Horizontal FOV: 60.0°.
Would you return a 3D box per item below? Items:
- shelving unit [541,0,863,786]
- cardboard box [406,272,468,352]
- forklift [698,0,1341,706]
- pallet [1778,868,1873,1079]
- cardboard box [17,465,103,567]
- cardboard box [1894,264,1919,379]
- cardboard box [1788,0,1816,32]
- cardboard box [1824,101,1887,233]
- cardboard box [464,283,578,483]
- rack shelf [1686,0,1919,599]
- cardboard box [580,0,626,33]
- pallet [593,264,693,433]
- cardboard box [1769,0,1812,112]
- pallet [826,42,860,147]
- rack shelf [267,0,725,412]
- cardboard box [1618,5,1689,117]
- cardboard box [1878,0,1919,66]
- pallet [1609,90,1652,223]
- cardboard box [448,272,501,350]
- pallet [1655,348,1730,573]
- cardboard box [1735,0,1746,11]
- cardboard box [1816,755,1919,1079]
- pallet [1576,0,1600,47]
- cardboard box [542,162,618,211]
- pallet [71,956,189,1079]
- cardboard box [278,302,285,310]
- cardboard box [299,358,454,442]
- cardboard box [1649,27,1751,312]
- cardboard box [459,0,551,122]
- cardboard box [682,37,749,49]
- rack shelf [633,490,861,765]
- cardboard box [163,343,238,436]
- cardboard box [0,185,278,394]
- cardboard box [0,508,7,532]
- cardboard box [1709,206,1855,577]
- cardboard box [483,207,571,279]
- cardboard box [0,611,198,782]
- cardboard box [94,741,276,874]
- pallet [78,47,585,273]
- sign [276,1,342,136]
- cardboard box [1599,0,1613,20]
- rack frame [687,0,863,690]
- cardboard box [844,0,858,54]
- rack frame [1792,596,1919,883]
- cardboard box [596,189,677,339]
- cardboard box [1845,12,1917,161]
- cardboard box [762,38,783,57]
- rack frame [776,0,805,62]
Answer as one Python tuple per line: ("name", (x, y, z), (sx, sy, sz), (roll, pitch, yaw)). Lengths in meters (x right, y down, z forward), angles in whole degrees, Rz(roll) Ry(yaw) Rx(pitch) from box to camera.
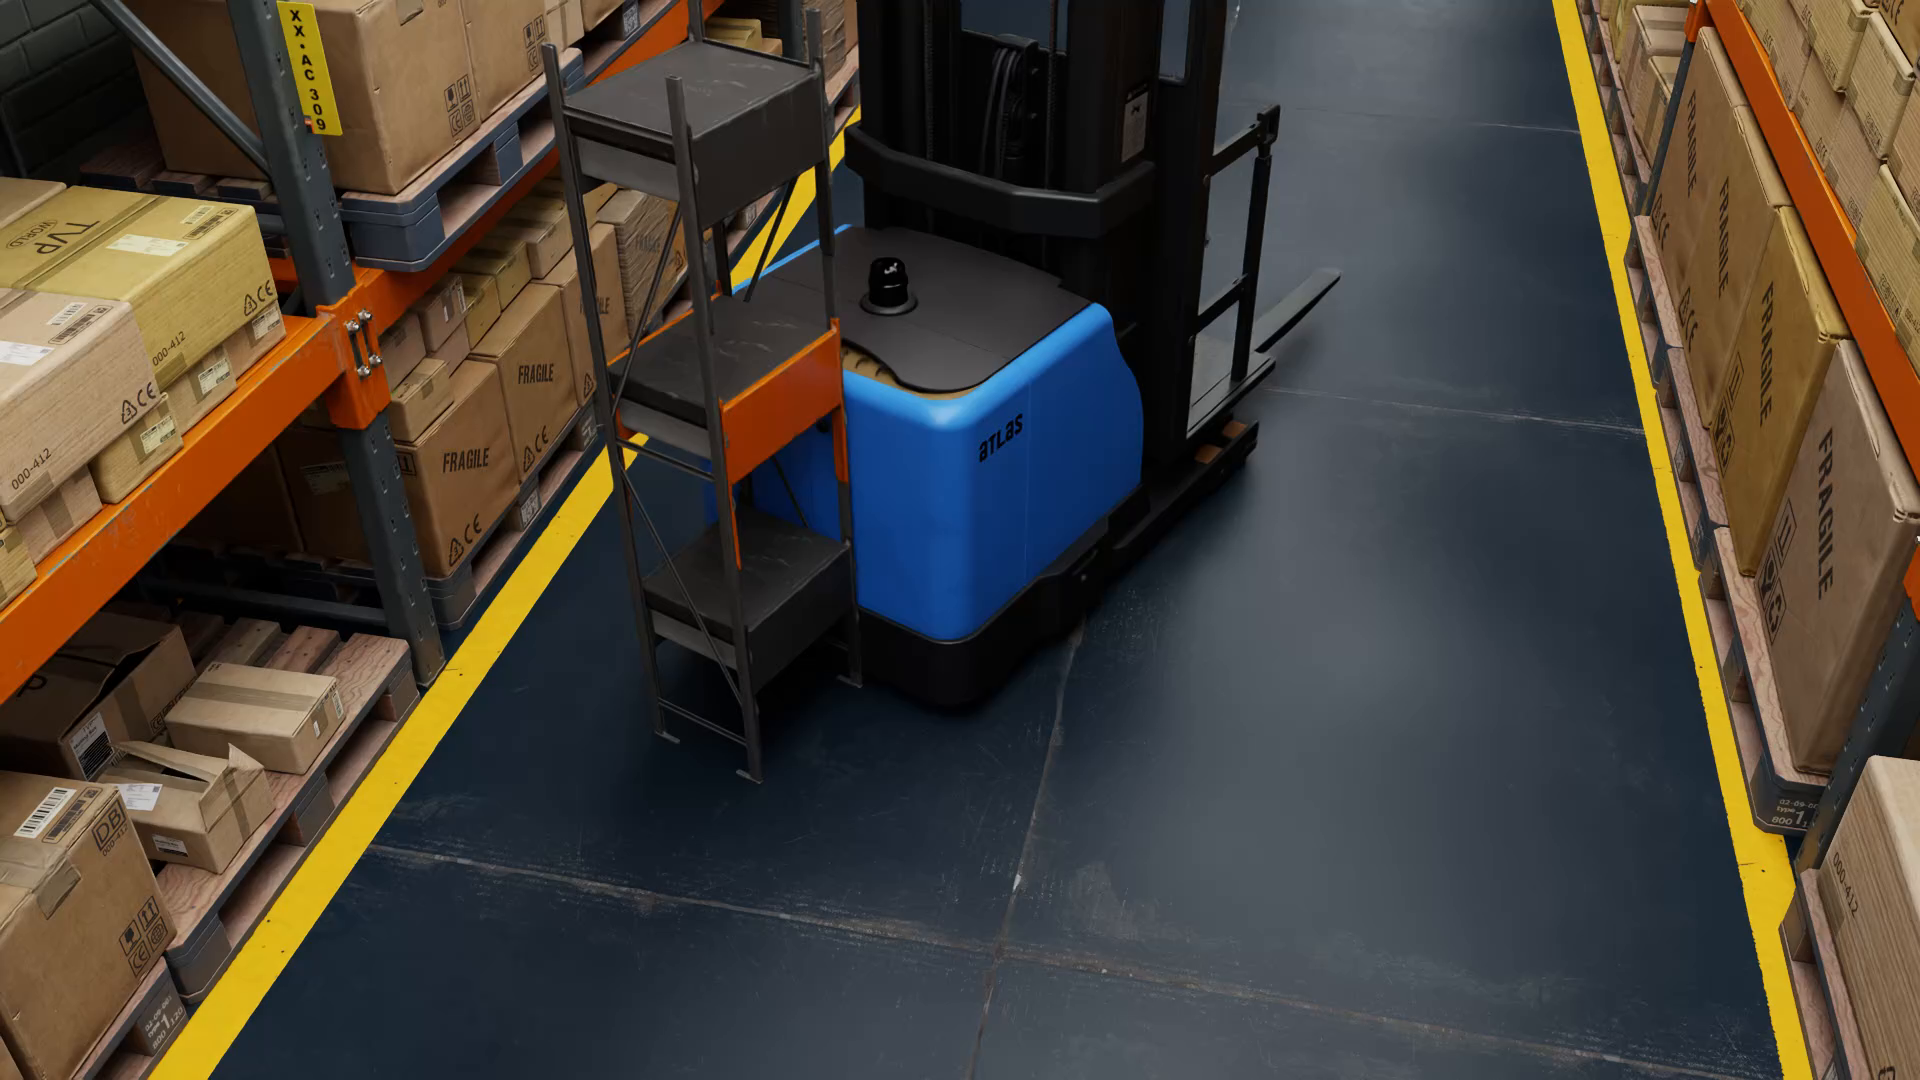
("shelving unit", (-0.615, -0.324, 4.399), (0.431, 2.100, 0.503), (21, 42, 26))
("cardboard box", (-1.764, -0.720, 5.154), (0.380, 0.149, 0.250), (6, 36, 8))
("forklift", (0.439, -1.513, 5.340), (1.130, 2.935, 3.031), (23, 42, 28))
("pallet", (2.502, 1.323, 3.744), (1.003, 0.211, 1.213), (7, 37, 10))
("cardboard box", (-2.079, -0.085, 3.525), (0.380, 0.149, 0.250), (8, 37, 11))
("cardboard box", (2.591, -0.460, 3.956), (0.500, 0.250, 0.500), (6, 36, 9))
("cardboard box", (3.016, -1.827, 5.416), (0.500, 0.250, 0.500), (7, 37, 10))
("cardboard box", (2.827, -1.039, 4.755), (0.500, 0.250, 0.500), (6, 36, 9))
("cardboard box", (-1.682, -0.565, 5.746), (0.500, 0.500, 0.500), (7, 36, 9))
("rack shelf", (3.168, -1.087, 5.307), (1.077, 0.370, 4.000), (7, 37, 10))
("cardboard box", (-1.509, -2.059, 5.591), (0.700, 0.500, 0.500), (7, 37, 10))
("pallet", (-1.714, -0.895, 6.806), (1.003, 0.211, 1.213), (7, 37, 10))
("cardboard box", (3.035, -1.619, 5.555), (0.500, 0.250, 0.500), (8, 37, 12))
("pallet", (-1.040, -2.483, 8.996), (1.003, 0.211, 1.213), (7, 37, 10))
("rack shelf", (-1.682, -1.707, 6.162), (1.077, 0.370, 4.000), (7, 37, 10))
("cardboard box", (3.876, -2.378, 8.356), (0.950, 0.372, 0.625), (7, 36, 9))
("cardboard box", (2.822, -1.550, 4.396), (0.500, 0.500, 0.500), (8, 37, 11))
("pallet", (3.764, -1.844, 8.114), (1.003, 0.211, 1.213), (7, 37, 10))
("cardboard box", (-1.745, -0.762, 5.464), (0.380, 0.149, 0.250), (6, 36, 8))
("pallet", (3.091, -0.256, 5.923), (1.003, 0.211, 1.213), (7, 37, 10))
("cardboard box", (3.245, -2.215, 6.378), (0.500, 0.250, 0.500), (7, 36, 9))
("cardboard box", (2.502, 0.982, 3.664), (0.875, 0.438, 0.875), (7, 36, 9))
("pallet", (4.285, -3.243, 10.044), (1.003, 0.211, 1.213), (7, 37, 10))
("cardboard box", (-1.525, -1.360, 6.289), (0.380, 0.149, 0.250), (7, 37, 10))
("pallet", (-2.515, 1.372, 3.677), (1.003, 0.211, 1.213), (7, 37, 10))
("cardboard box", (-2.261, -0.671, 5.339), (0.380, 0.149, 0.250), (7, 37, 10))
("cardboard box", (-1.772, -0.445, 5.027), (0.380, 0.149, 0.250), (9, 37, 12))
("cardboard box", (3.367, -1.449, 6.646), (0.875, 0.875, 0.875), (7, 37, 10))
("cardboard box", (-1.676, -1.609, 4.970), (0.700, 0.500, 0.500), (8, 37, 10))
("cardboard box", (-1.141, -2.090, 7.298), (0.380, 0.149, 0.250), (6, 36, 8))
("rack shelf", (-0.607, 0.247, 4.827), (0.431, 0.518, 0.480), (21, 42, 26))
("cardboard box", (-1.965, -0.384, 3.937), (0.380, 0.149, 0.250), (8, 37, 11))
("cardboard box", (-1.979, -0.589, 3.881), (0.500, 0.250, 0.500), (8, 37, 11))
("cardboard box", (-2.191, -0.016, 3.090), (0.500, 0.250, 0.500), (7, 37, 10))
("cardboard box", (2.981, -0.426, 5.234), (0.875, 0.875, 0.875), (8, 37, 11))
("cardboard box", (-1.610, -1.059, 5.875), (0.380, 0.149, 0.250), (7, 37, 10))
("cardboard box", (-2.481, 0.416, 4.553), (0.500, 0.311, 0.500), (9, 37, 12))
("cardboard box", (-2.017, 0.646, 4.275), (0.396, 0.266, 0.258), (9, 37, 12))
("pallet", (-1.831, -1.219, 5.039), (1.003, 0.211, 1.213), (7, 37, 10))
("sign", (-1.577, -1.139, 4.027), (0.100, 0.325, 0.005), (7, 37, 10))
("cardboard box", (4.190, -3.211, 9.505), (0.950, 0.372, 0.625), (10, 37, 13))
("rack frame", (-0.481, -0.447, 4.561), (0.400, 2.100, 0.015), (21, 42, 26))
("cardboard box", (-0.976, -3.085, 9.116), (0.875, 0.625, 0.625), (8, 37, 11))
("rack frame", (2.741, -0.232, 3.514), (1.000, 3.000, 0.127), (7, 37, 10))
("cardboard box", (-1.454, -1.148, 6.549), (0.500, 0.500, 0.500), (6, 36, 8))
("cardboard box", (2.802, -1.242, 4.609), (0.500, 0.250, 0.500), (8, 37, 11))
("cardboard box", (-1.135, -2.034, 7.772), (0.500, 0.500, 0.500), (8, 37, 11))
("rack frame", (-1.254, -3.145, 7.533), (1.000, 3.000, 0.127), (7, 37, 10))
